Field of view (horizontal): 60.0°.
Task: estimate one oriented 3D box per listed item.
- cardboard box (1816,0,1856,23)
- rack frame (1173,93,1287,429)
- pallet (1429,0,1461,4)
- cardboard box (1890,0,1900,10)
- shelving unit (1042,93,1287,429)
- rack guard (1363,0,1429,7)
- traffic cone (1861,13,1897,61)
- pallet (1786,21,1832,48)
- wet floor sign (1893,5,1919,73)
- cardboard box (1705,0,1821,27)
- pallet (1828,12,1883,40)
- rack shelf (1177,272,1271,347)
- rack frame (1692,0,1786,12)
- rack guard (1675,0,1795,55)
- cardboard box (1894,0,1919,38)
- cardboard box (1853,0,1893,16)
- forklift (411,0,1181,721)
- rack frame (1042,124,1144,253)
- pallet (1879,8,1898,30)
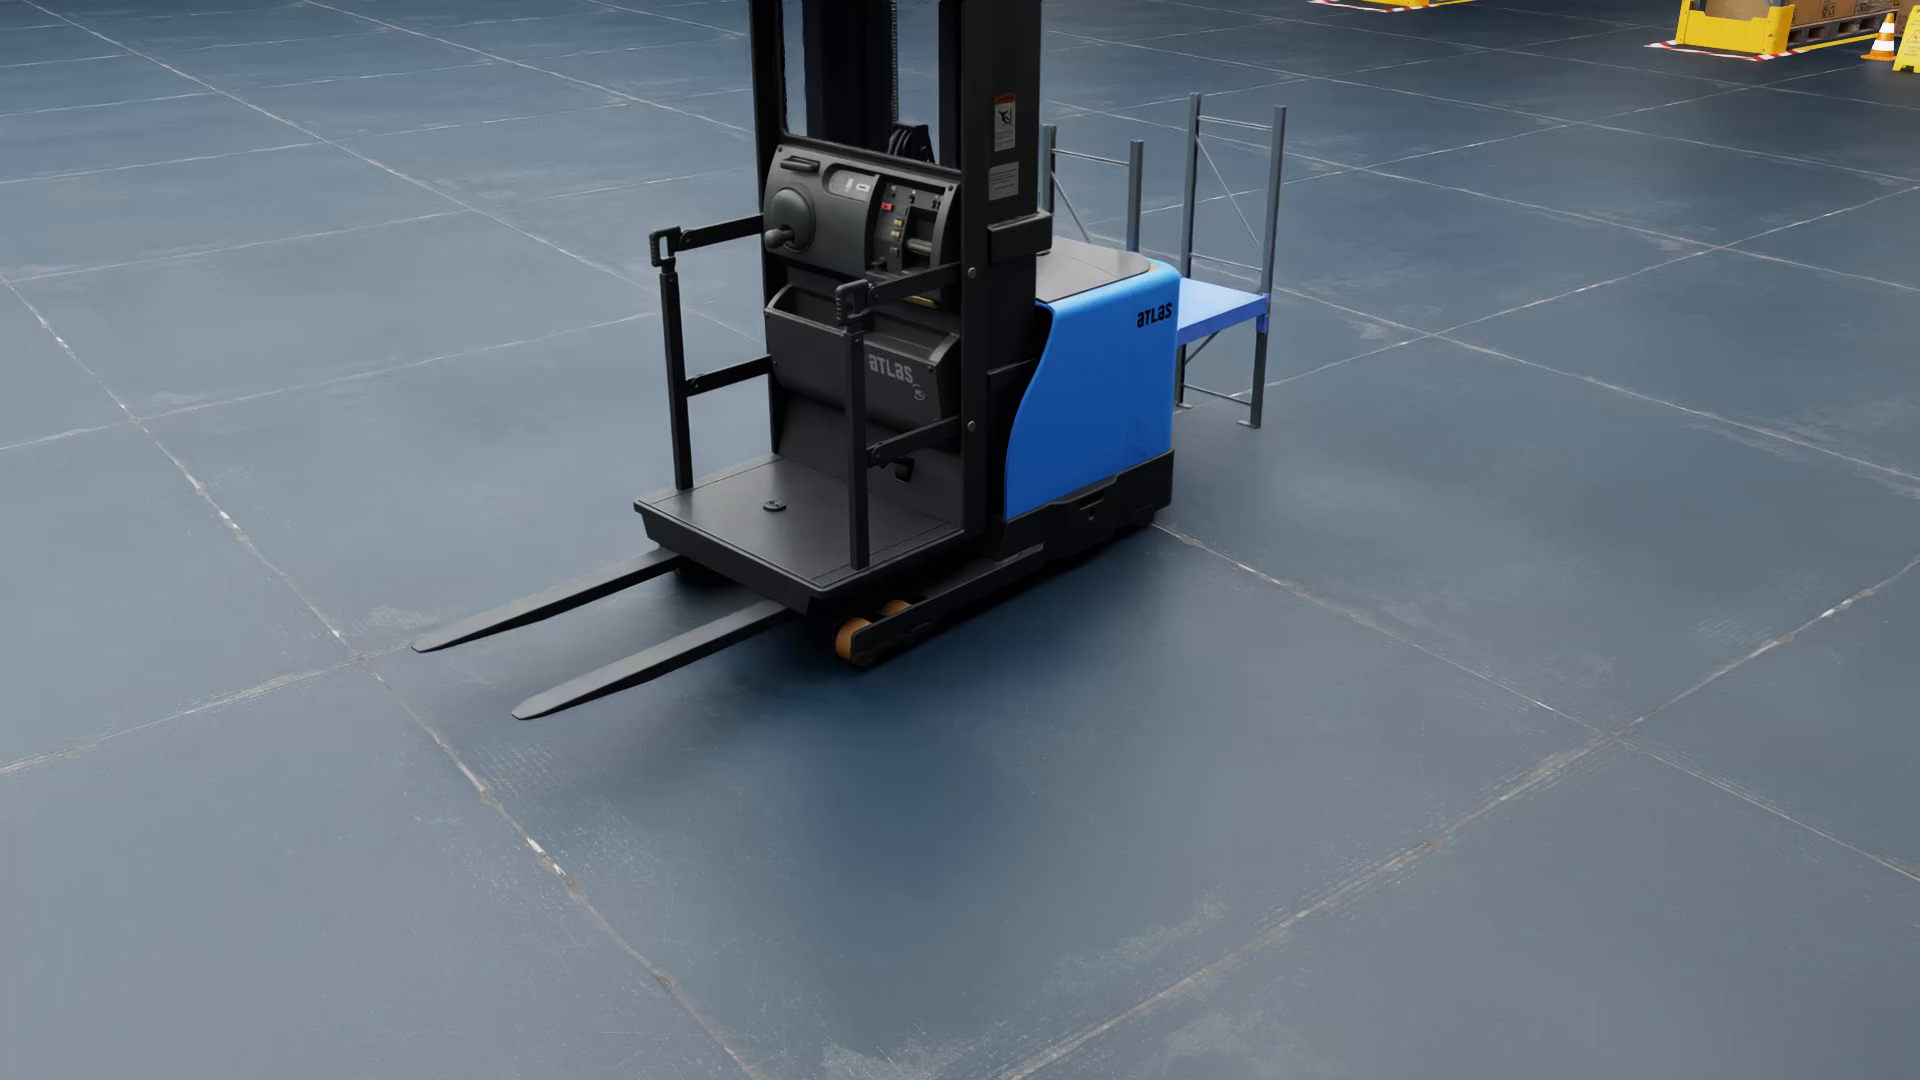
[{"bbox_3d":[9.837,-6.552,19.329,0.875,0.875,0.875,-19,31,-35],"label":"cardboard box"},{"bbox_3d":[1.238,-1.284,7.736,0.500,1.500,0.032,22,33,39],"label":"rack frame"},{"bbox_3d":[6.393,-7.521,22.705,1.213,0.211,1.003,-18,31,-34],"label":"pallet"},{"bbox_3d":[11.263,-7.023,20.345,0.875,0.875,0.875,-18,30,-33],"label":"cardboard box"},{"bbox_3d":[0.888,-1.129,7.401,0.538,1.500,1.048,22,33,39],"label":"shelving unit"},{"bbox_3d":[5.732,-7.453,22.215,0.348,0.500,1.175,-18,31,-34],"label":"rack guard"},{"bbox_3d":[9.948,-5.415,17.867,0.334,0.463,0.336,-18,31,-34],"label":"traffic cone"},{"bbox_3d":[9.234,-5.866,19.140,1.213,0.211,1.003,-18,31,-34],"label":"pallet"},{"bbox_3d":[9.852,-5.166,17.115,0.267,0.644,0.232,21,32,37],"label":"wet floor sign"},{"bbox_3d":[9.146,-6.322,18.835,0.875,0.875,0.875,-18,30,-34],"label":"cardboard box"},{"bbox_3d":[10.194,-6.182,19.819,1.213,0.211,1.003,-18,31,-34],"label":"pallet"},{"bbox_3d":[0.888,-0.966,7.477,0.538,0.185,1.000,22,33,39],"label":"rack shelf"},{"bbox_3d":[8.653,-6.898,18.049,0.127,3.000,1.000,-18,31,-34],"label":"rack frame"},{"bbox_3d":[8.635,-5.758,18.562,0.348,0.500,1.175,-18,31,-34],"label":"rack guard"},{"bbox_3d":[11.213,-6.061,19.213,0.500,0.500,0.500,-13,28,-25],"label":"cardboard box"},{"bbox_3d":[10.556,-6.788,19.838,0.875,0.875,0.875,-18,30,-34],"label":"cardboard box"},{"bbox_3d":[-0.509,-1.135,5.713,1.130,2.935,3.031,22,33,39],"label":"forklift"},{"bbox_3d":[0.538,-0.974,7.067,0.500,1.500,0.032,22,33,39],"label":"rack frame"},{"bbox_3d":[11.154,-6.500,20.505,1.213,0.211,1.003,-18,31,-34],"label":"pallet"}]
